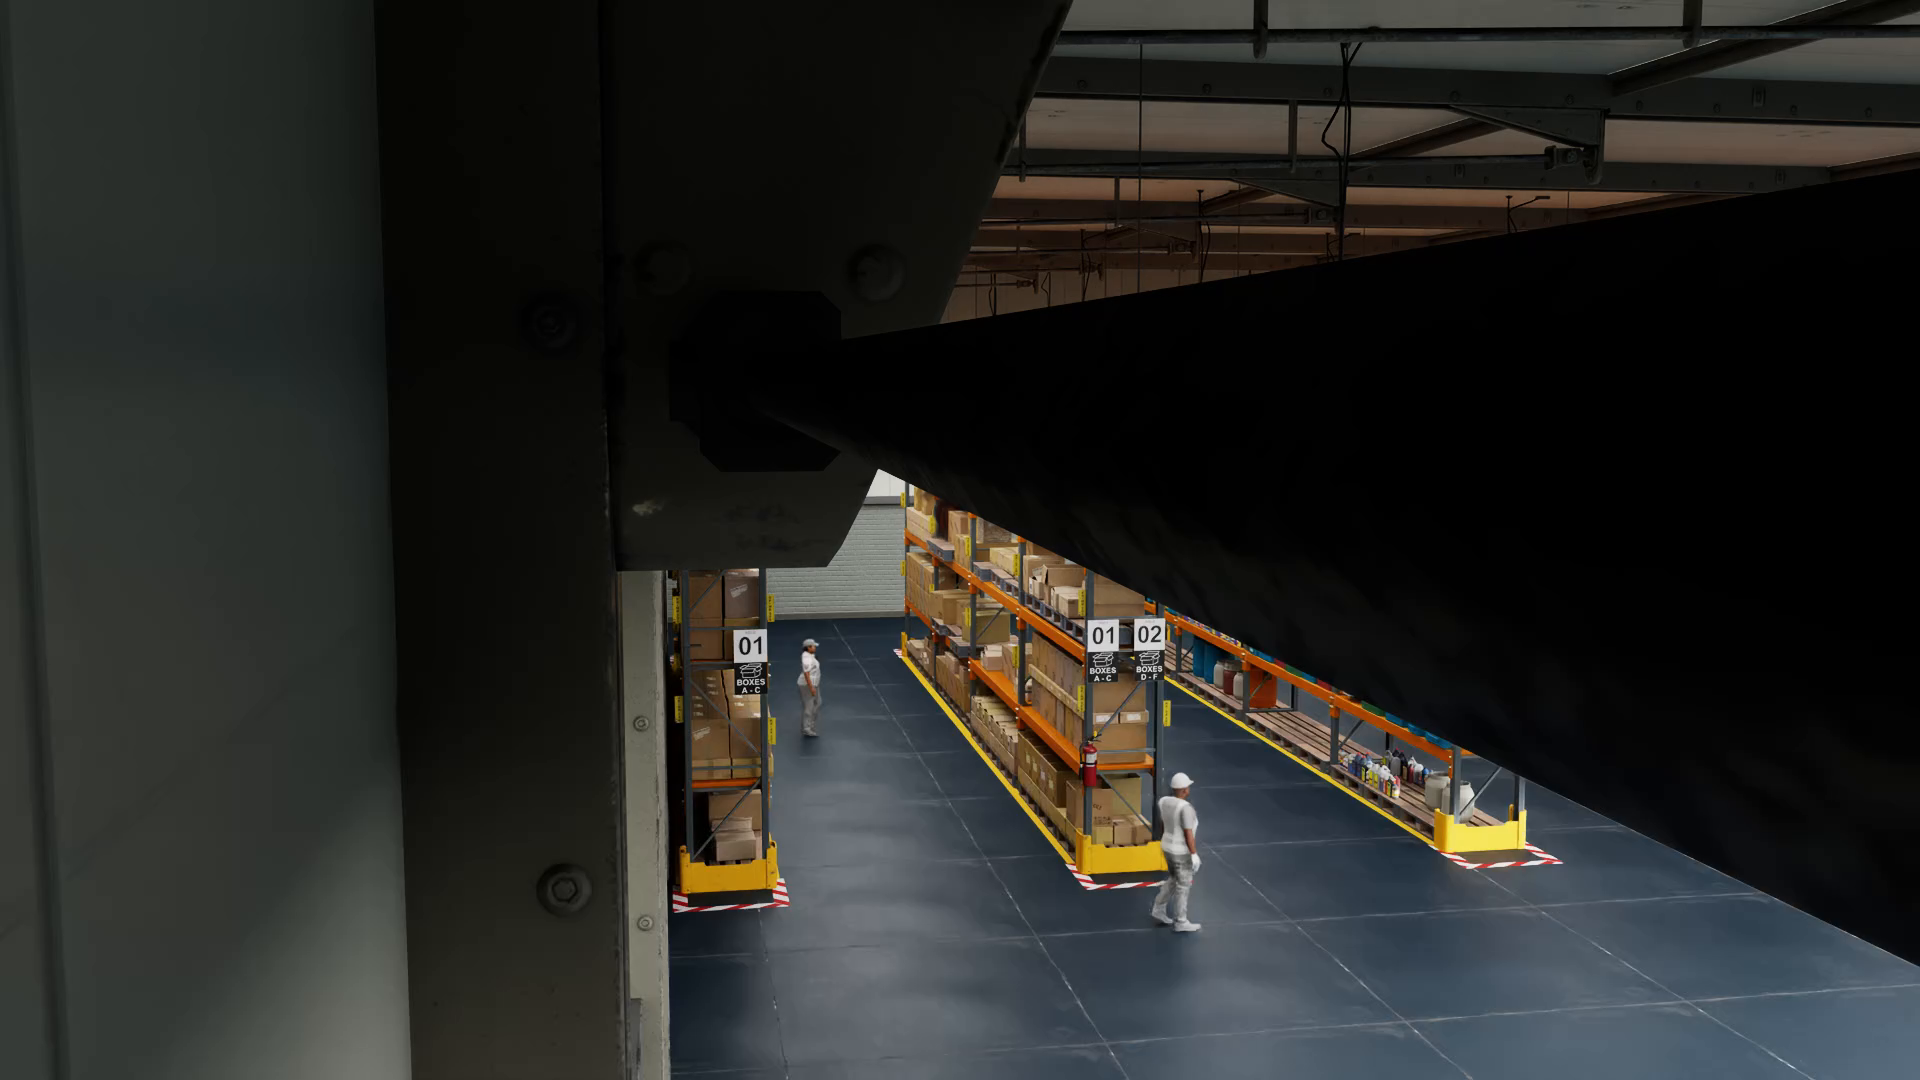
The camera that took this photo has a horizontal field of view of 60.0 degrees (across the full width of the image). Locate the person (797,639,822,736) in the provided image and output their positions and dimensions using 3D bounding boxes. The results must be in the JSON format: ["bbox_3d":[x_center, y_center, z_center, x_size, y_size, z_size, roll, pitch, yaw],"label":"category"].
[{"bbox_3d":[-2.612,2.570,28.740,0.395,1.735,0.565,1,6,9],"label":"person"}]

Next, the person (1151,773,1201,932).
[{"bbox_3d":[2.471,3.513,18.723,0.428,1.799,0.654,-3,7,-25],"label":"person"}]
